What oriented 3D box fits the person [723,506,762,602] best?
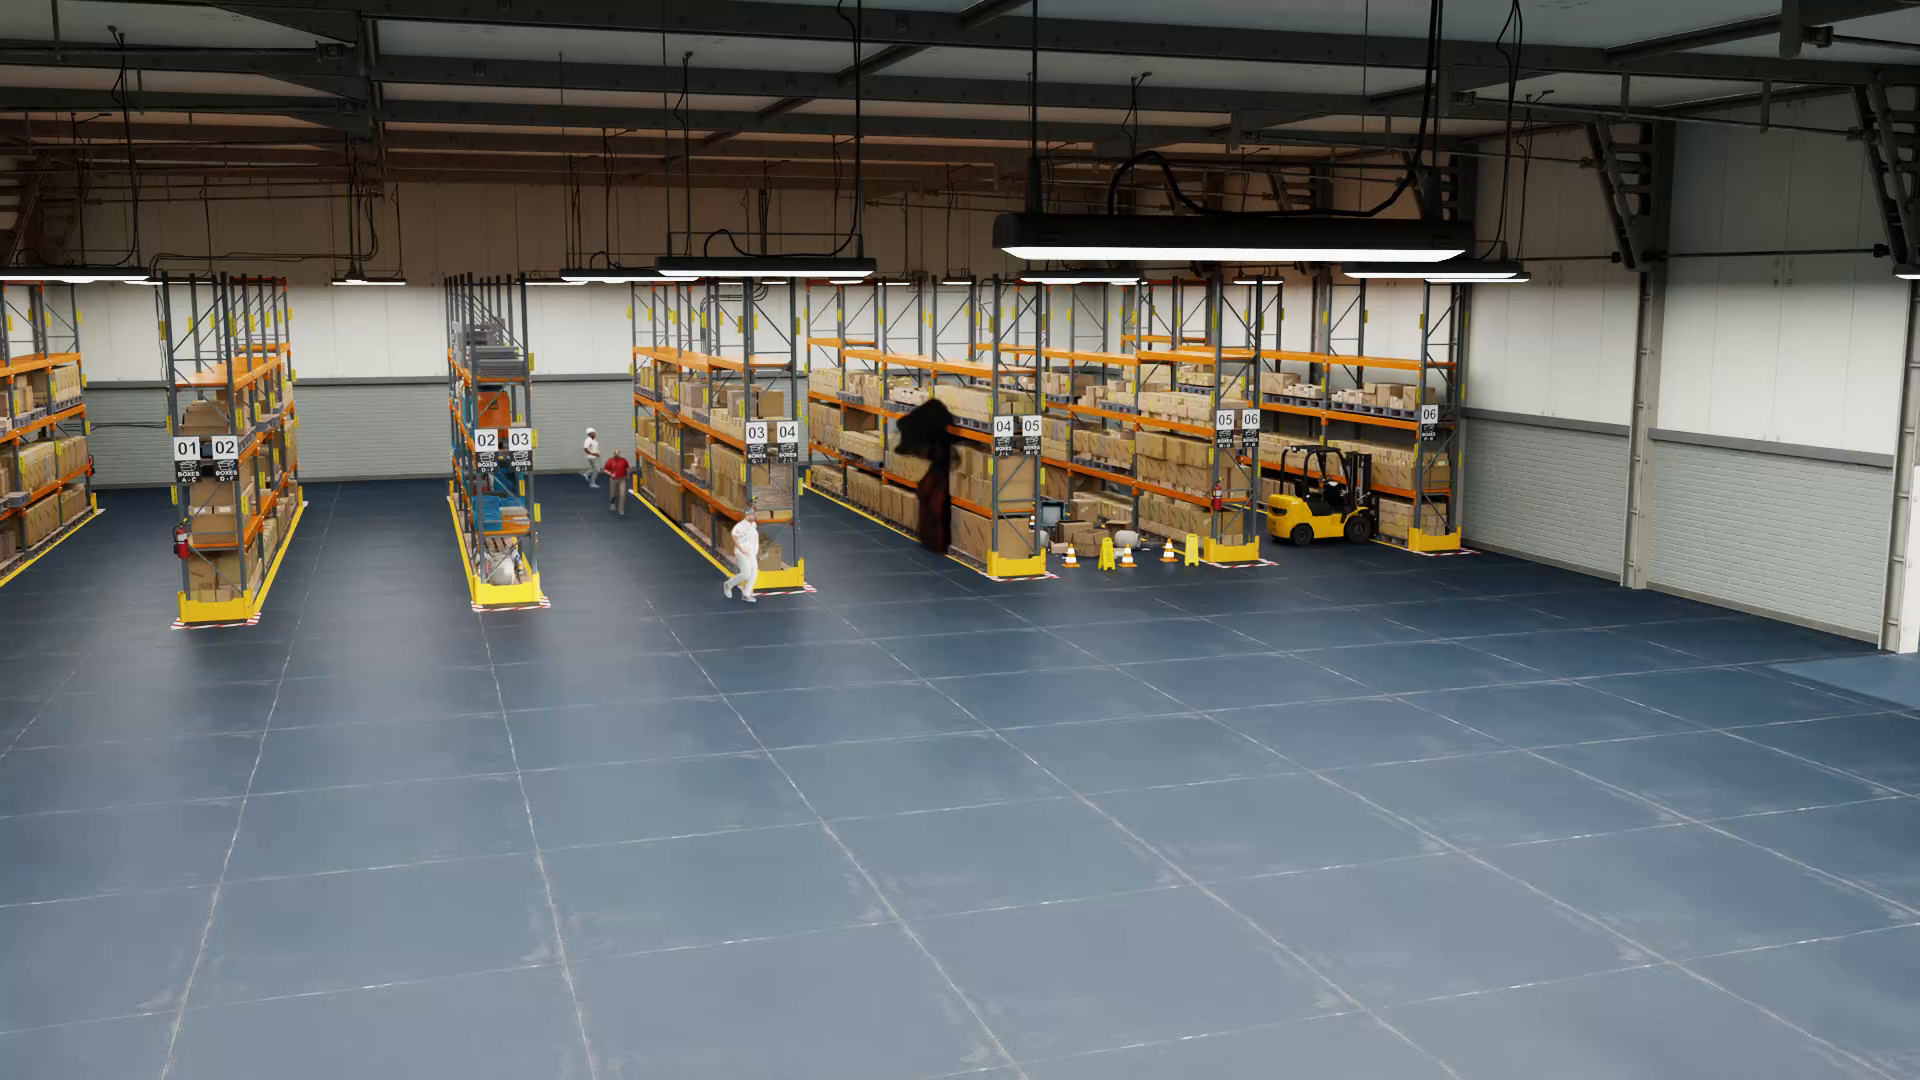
[{"bbox_3d":[-3.975,0.238,30.809,0.644,1.735,0.709,4,10,26],"label":"person"}]

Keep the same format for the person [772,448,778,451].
[{"bbox_3d":[-5.125,-2.209,46.809,0.658,1.746,0.625,-1,9,-5],"label":"person"}]

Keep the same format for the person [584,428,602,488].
[{"bbox_3d":[-10.675,-2.386,48.191,0.587,1.721,0.703,1,9,5],"label":"person"}]

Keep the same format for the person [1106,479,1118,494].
[{"bbox_3d":[4.141,-1.864,44.801,0.636,1.721,0.848,-2,9,-12],"label":"person"}]

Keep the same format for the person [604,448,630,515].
[{"bbox_3d":[-8.715,-1.496,42.371,0.674,1.682,0.782,-3,9,-21],"label":"person"}]
